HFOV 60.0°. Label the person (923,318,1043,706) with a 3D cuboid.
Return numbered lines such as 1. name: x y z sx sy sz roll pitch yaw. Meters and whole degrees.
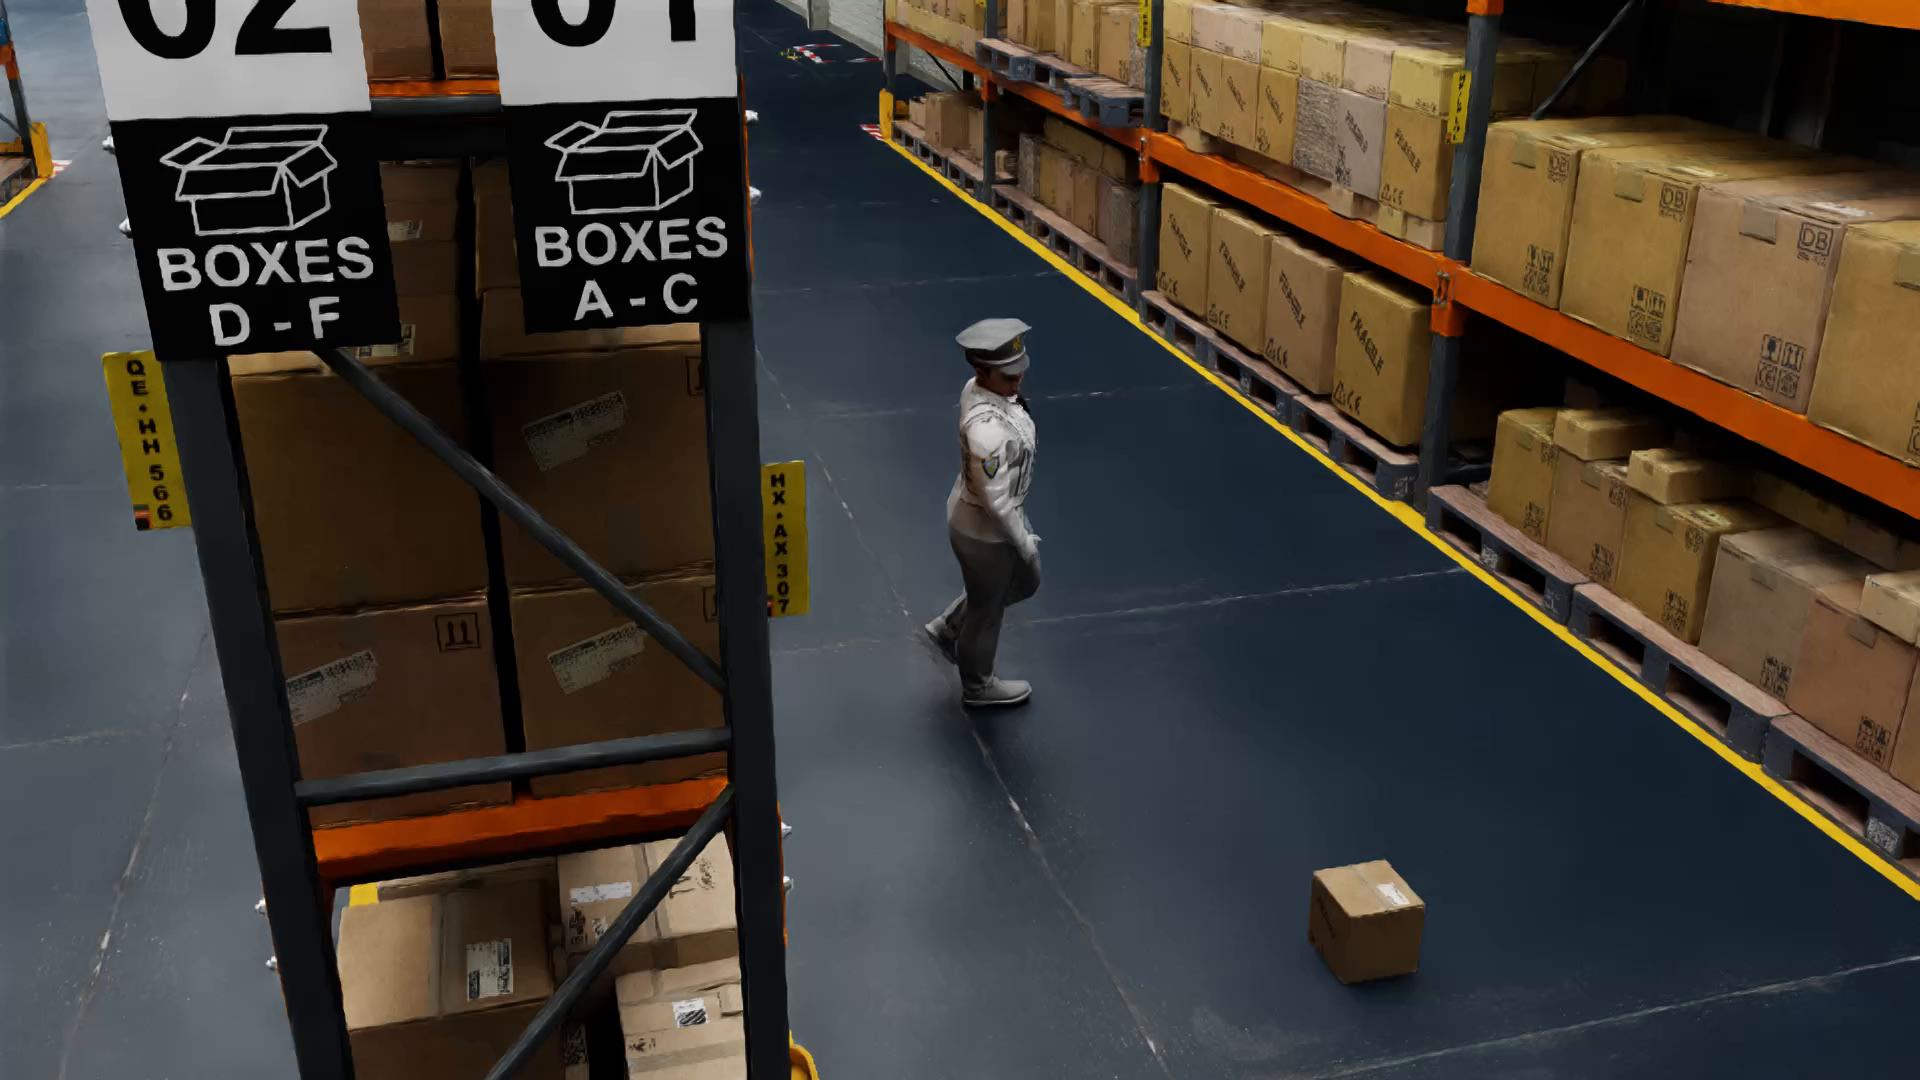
1. person: 0.109 -0.069 6.251 0.429 1.634 0.664 0 23 1
